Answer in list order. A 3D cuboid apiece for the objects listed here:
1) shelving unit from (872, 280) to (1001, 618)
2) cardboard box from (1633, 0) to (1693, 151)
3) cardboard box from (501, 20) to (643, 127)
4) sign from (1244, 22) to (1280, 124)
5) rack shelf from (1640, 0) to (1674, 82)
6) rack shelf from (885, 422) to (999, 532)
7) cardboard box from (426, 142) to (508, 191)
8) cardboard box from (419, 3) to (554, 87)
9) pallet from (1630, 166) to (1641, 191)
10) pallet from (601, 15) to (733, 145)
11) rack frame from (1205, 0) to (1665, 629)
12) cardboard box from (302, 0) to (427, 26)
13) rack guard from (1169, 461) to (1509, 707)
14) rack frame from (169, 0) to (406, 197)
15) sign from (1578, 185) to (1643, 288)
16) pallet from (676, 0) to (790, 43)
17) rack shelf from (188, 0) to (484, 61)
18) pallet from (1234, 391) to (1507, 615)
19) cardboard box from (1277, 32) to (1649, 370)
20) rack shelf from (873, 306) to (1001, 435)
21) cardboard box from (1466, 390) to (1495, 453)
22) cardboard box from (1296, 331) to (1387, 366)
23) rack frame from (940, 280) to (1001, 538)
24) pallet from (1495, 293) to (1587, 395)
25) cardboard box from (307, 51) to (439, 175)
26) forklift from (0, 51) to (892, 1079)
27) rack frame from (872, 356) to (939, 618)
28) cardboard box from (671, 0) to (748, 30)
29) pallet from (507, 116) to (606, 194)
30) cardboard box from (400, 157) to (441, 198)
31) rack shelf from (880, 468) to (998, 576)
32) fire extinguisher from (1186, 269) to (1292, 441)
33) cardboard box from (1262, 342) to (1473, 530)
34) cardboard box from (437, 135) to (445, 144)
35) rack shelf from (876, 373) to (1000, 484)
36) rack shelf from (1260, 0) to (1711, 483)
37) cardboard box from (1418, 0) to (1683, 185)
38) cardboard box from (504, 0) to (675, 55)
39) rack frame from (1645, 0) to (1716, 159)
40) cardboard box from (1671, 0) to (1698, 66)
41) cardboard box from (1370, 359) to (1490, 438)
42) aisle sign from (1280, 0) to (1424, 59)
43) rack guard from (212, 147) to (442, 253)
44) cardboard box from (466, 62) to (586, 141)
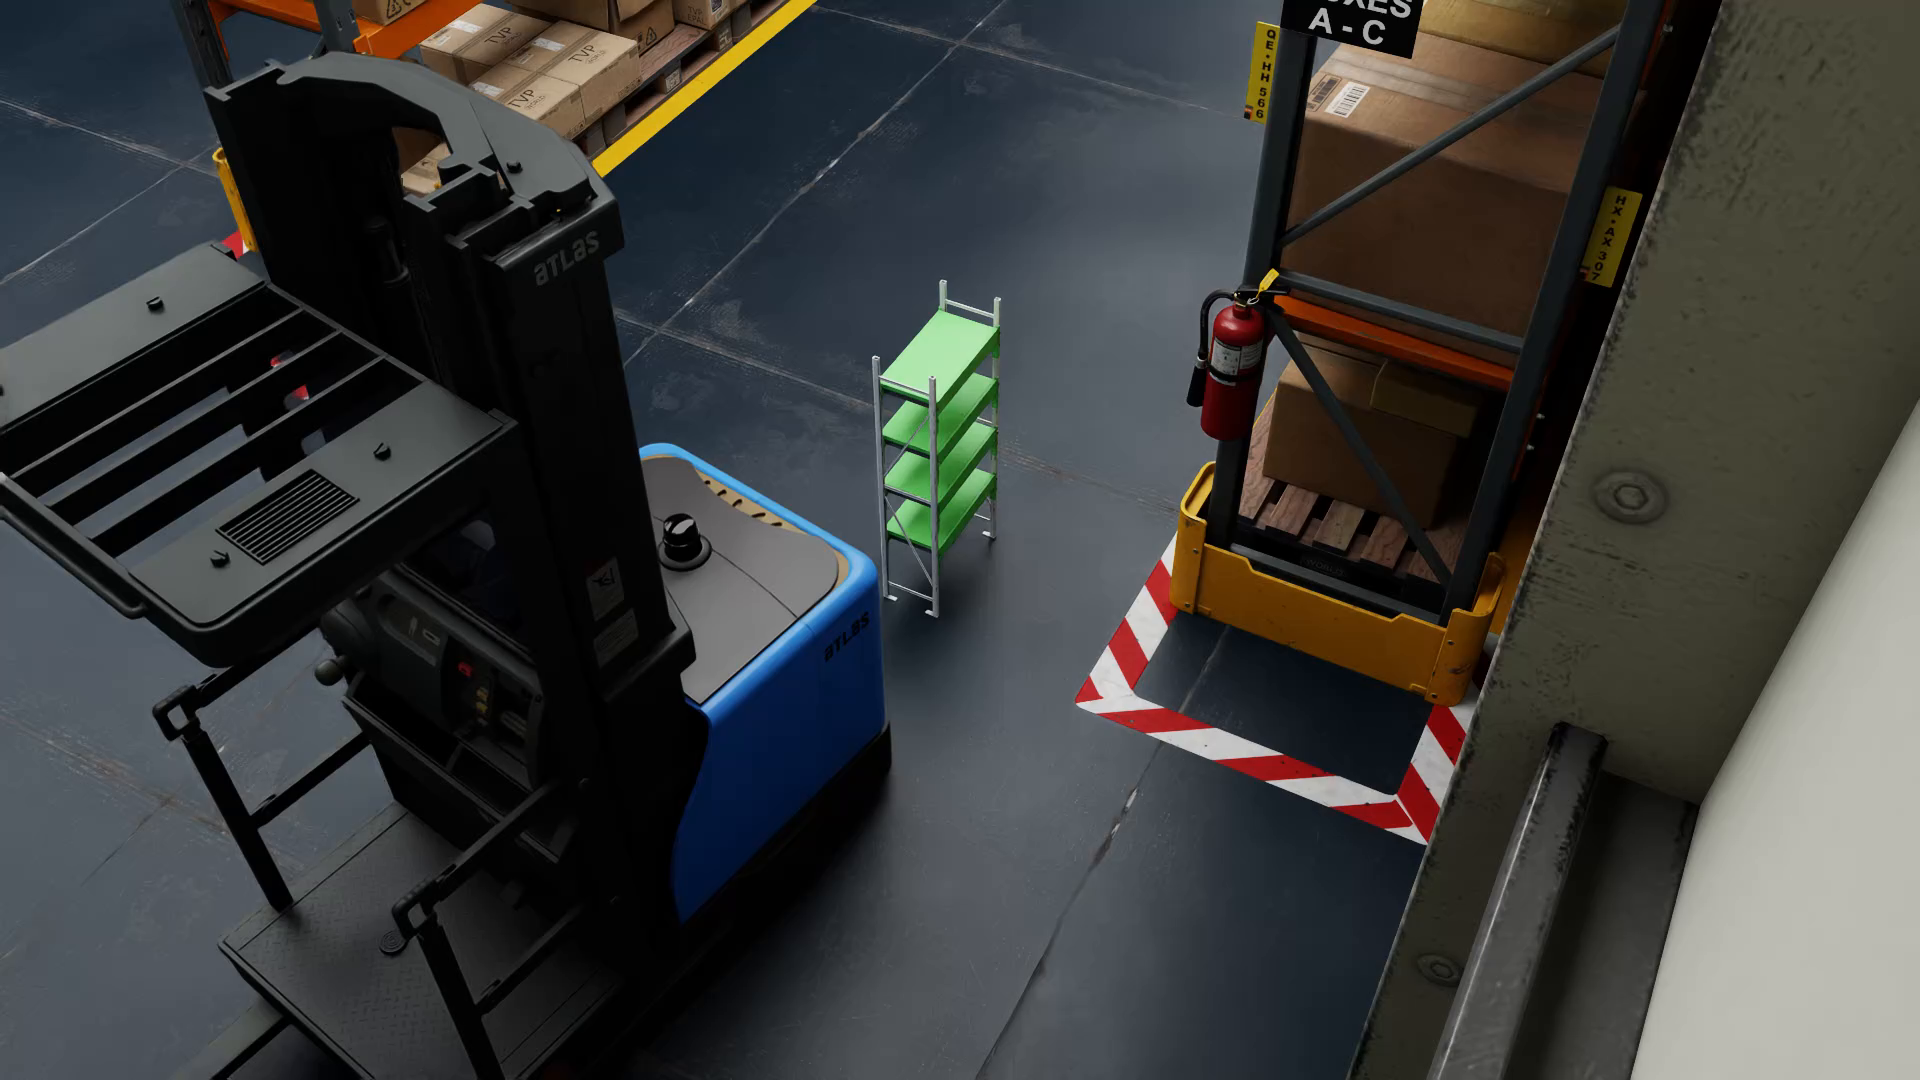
[{"bbox_3d":[-0.077,-0.318,6.220,0.258,1.200,0.503,20,49,19],"label":"shelving unit"},{"bbox_3d":[2.323,-2.106,6.512,0.980,0.700,0.700,18,48,17],"label":"cardboard box"},{"bbox_3d":[-2.017,-2.437,8.674,0.500,0.250,0.500,20,49,19],"label":"cardboard box"},{"bbox_3d":[0.931,-1.415,5.059,0.100,0.325,0.005,20,49,19],"label":"sign"},{"bbox_3d":[2.333,-2.799,5.804,1.077,0.370,4.000,20,49,19],"label":"rack shelf"},{"bbox_3d":[-0.077,-0.273,6.266,0.258,0.148,0.480,20,49,19],"label":"rack shelf"},{"bbox_3d":[-2.370,-1.837,8.139,0.380,0.166,0.250,20,49,19],"label":"cardboard box"},{"bbox_3d":[-2.483,-2.571,8.806,0.500,0.250,0.500,20,49,19],"label":"cardboard box"},{"bbox_3d":[2.839,-1.824,8.404,1.003,0.211,1.213,20,49,19],"label":"pallet"},{"bbox_3d":[-2.013,-2.706,9.276,1.003,0.211,1.213,20,49,19],"label":"pallet"},{"bbox_3d":[1.405,-0.737,5.370,1.000,3.000,0.127,20,49,19],"label":"rack frame"},{"bbox_3d":[-2.545,-2.598,7.138,0.500,0.500,0.500,21,49,20],"label":"cardboard box"},{"bbox_3d":[1.394,0.157,6.244,1.175,0.500,0.348,20,49,19],"label":"rack guard"},{"bbox_3d":[-2.985,-2.370,6.984,1.000,3.000,0.127,20,49,19],"label":"rack frame"},{"bbox_3d":[1.894,-0.882,4.849,0.100,0.325,0.005,20,49,19],"label":"sign"},{"bbox_3d":[-1.447,-3.478,10.039,1.003,0.211,1.213,20,49,19],"label":"pallet"},{"bbox_3d":[-2.056,-3.377,8.485,1.077,0.370,4.000,20,49,19],"label":"rack shelf"},{"bbox_3d":[1.707,-0.286,6.885,1.003,0.211,1.213,20,49,19],"label":"pallet"},{"bbox_3d":[1.633,-1.167,5.584,0.980,0.700,0.700,23,50,21],"label":"cardboard box"},{"bbox_3d":[-0.077,-0.610,5.924,0.258,0.148,0.480,20,49,19],"label":"rack shelf"},{"bbox_3d":[1.873,-0.795,6.889,0.700,0.500,0.500,20,49,19],"label":"cardboard box"},{"bbox_3d":[1.539,-0.849,6.486,0.380,0.149,0.250,20,49,19],"label":"cardboard box"},{"bbox_3d":[0.036,-0.471,6.372,0.240,1.200,0.015,20,49,19],"label":"rack frame"},{"bbox_3d":[2.274,-1.052,7.641,1.003,0.211,1.213,20,49,19],"label":"pallet"},{"bbox_3d":[-2.950,-2.070,8.135,0.500,0.500,0.500,20,49,19],"label":"cardboard box"},{"bbox_3d":[-1.543,0.410,4.284,1.130,2.935,3.031,29,52,26],"label":"forklift"},{"bbox_3d":[-0.190,-0.164,6.068,0.240,1.200,0.015,20,49,19],"label":"rack frame"},{"bbox_3d":[-1.489,-3.175,9.360,0.500,0.311,0.500,20,49,19],"label":"cardboard box"},{"bbox_3d":[-2.580,-1.940,8.520,1.003,0.211,1.213,20,49,19],"label":"pallet"},{"bbox_3d":[-2.486,-1.673,7.990,0.380,0.149,0.250,20,49,19],"label":"cardboard box"},{"bbox_3d":[-0.077,-0.104,6.436,0.258,0.148,0.480,20,49,19],"label":"rack shelf"},{"bbox_3d":[0.926,-0.636,5.586,0.296,0.674,0.183,20,49,19],"label":"fire extinguisher"},{"bbox_3d":[1.641,-0.480,6.578,0.700,0.500,0.500,20,49,19],"label":"cardboard box"},{"bbox_3d":[-2.683,-2.178,8.477,0.380,0.166,0.250,20,49,19],"label":"cardboard box"},{"bbox_3d":[-0.077,-0.441,6.095,0.258,0.148,0.480,20,49,19],"label":"rack shelf"},{"bbox_3d":[2.333,-1.744,6.871,1.077,0.370,4.000,20,49,19],"label":"rack shelf"},{"bbox_3d":[1.961,-1.629,6.040,0.980,0.700,0.700,20,49,19],"label":"cardboard box"},{"bbox_3d":[-1.995,-2.982,9.034,0.797,0.503,0.637,20,49,19],"label":"cardboard box"},{"bbox_3d":[3.262,-3.257,7.860,1.000,3.000,0.127,20,49,19],"label":"rack frame"},{"bbox_3d":[2.652,-2.568,6.968,0.980,0.700,0.700,19,48,18],"label":"cardboard box"},{"bbox_3d":[1.760,-0.563,6.204,0.380,0.149,0.250,21,49,19],"label":"cardboard box"},{"bbox_3d":[1.106,-1.705,4.498,0.394,0.787,0.004,20,49,19],"label":"aisle sign"},{"bbox_3d":[-2.949,-1.539,7.920,1.175,0.500,0.348,20,49,19],"label":"rack guard"},{"bbox_3d":[-2.249,-2.122,8.362,0.500,0.250,0.500,20,49,19],"label":"cardboard box"}]
